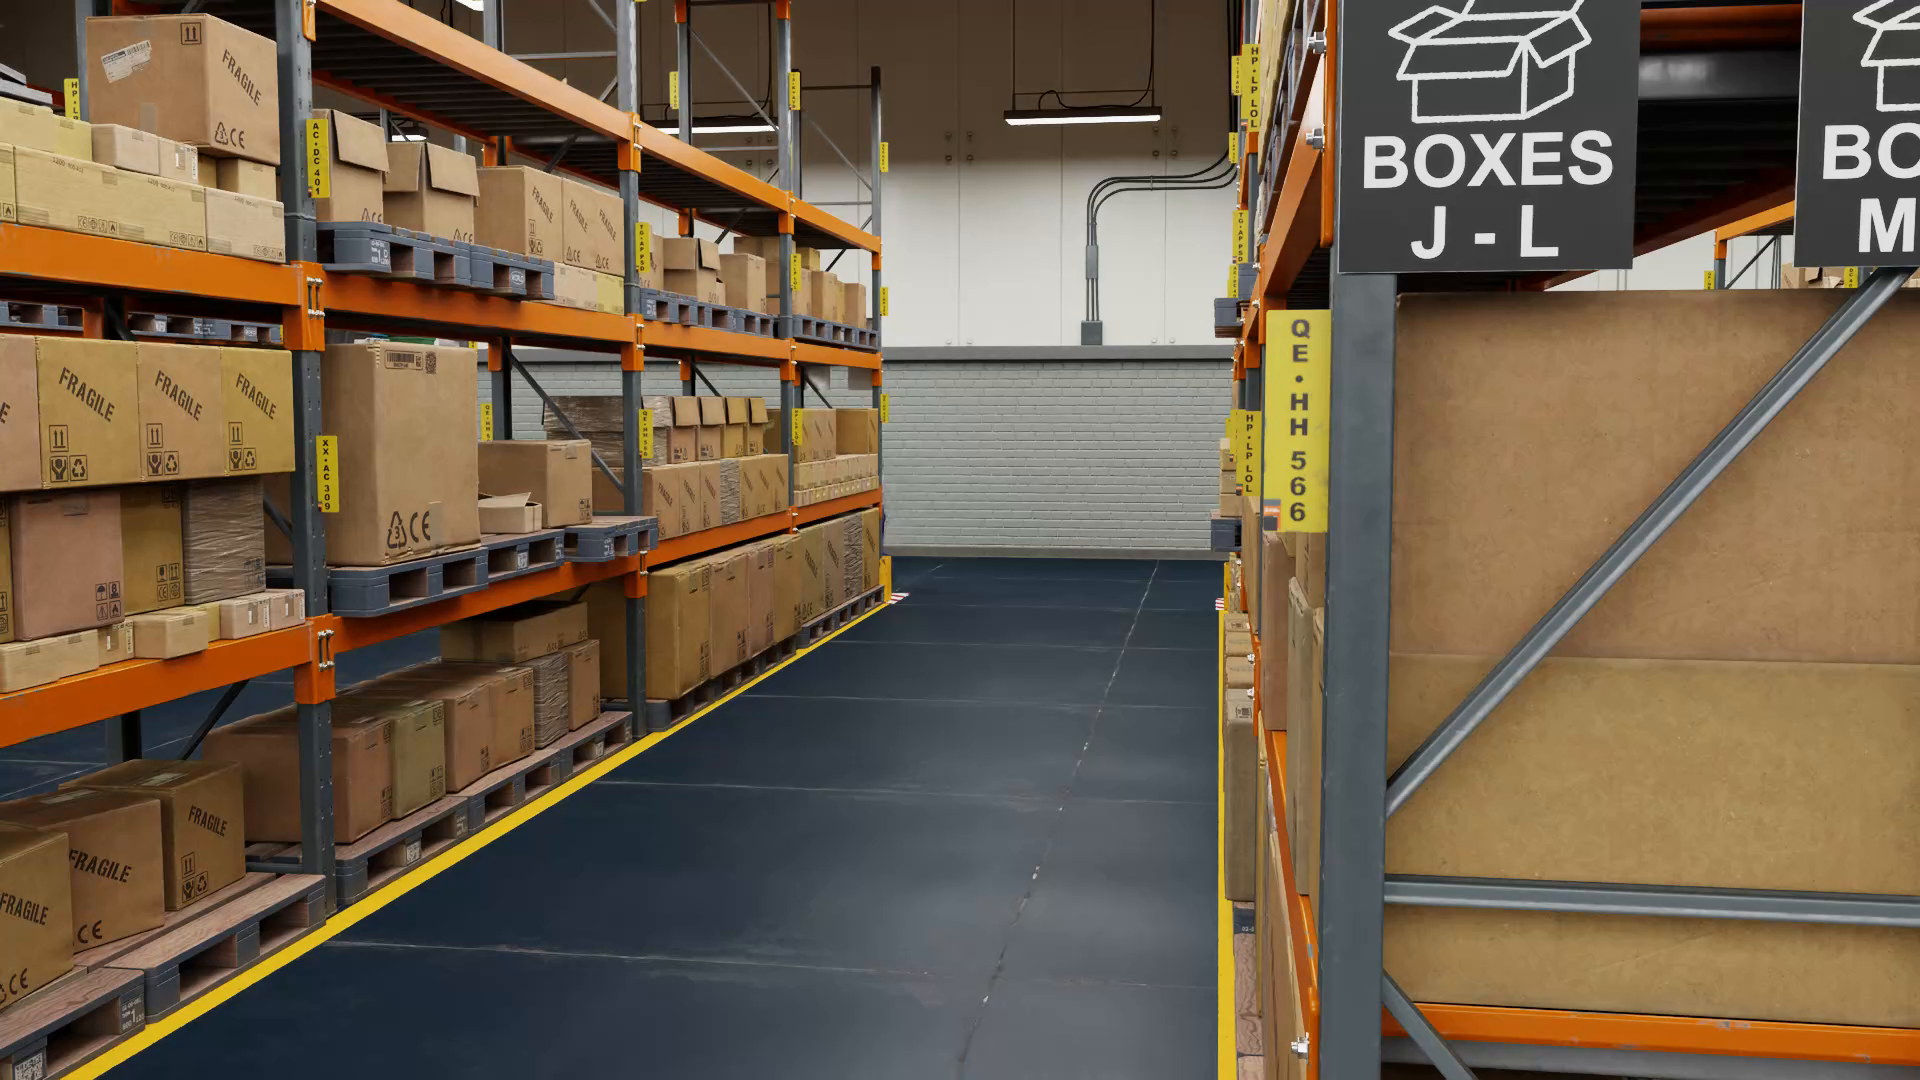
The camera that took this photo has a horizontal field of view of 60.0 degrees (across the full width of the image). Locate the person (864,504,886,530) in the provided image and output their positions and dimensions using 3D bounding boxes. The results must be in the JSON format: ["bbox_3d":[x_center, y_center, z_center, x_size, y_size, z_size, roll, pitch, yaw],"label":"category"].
[{"bbox_3d":[-1.113,-0.240,20.253,0.469,1.640,0.540,1,5,7],"label":"person"}]
